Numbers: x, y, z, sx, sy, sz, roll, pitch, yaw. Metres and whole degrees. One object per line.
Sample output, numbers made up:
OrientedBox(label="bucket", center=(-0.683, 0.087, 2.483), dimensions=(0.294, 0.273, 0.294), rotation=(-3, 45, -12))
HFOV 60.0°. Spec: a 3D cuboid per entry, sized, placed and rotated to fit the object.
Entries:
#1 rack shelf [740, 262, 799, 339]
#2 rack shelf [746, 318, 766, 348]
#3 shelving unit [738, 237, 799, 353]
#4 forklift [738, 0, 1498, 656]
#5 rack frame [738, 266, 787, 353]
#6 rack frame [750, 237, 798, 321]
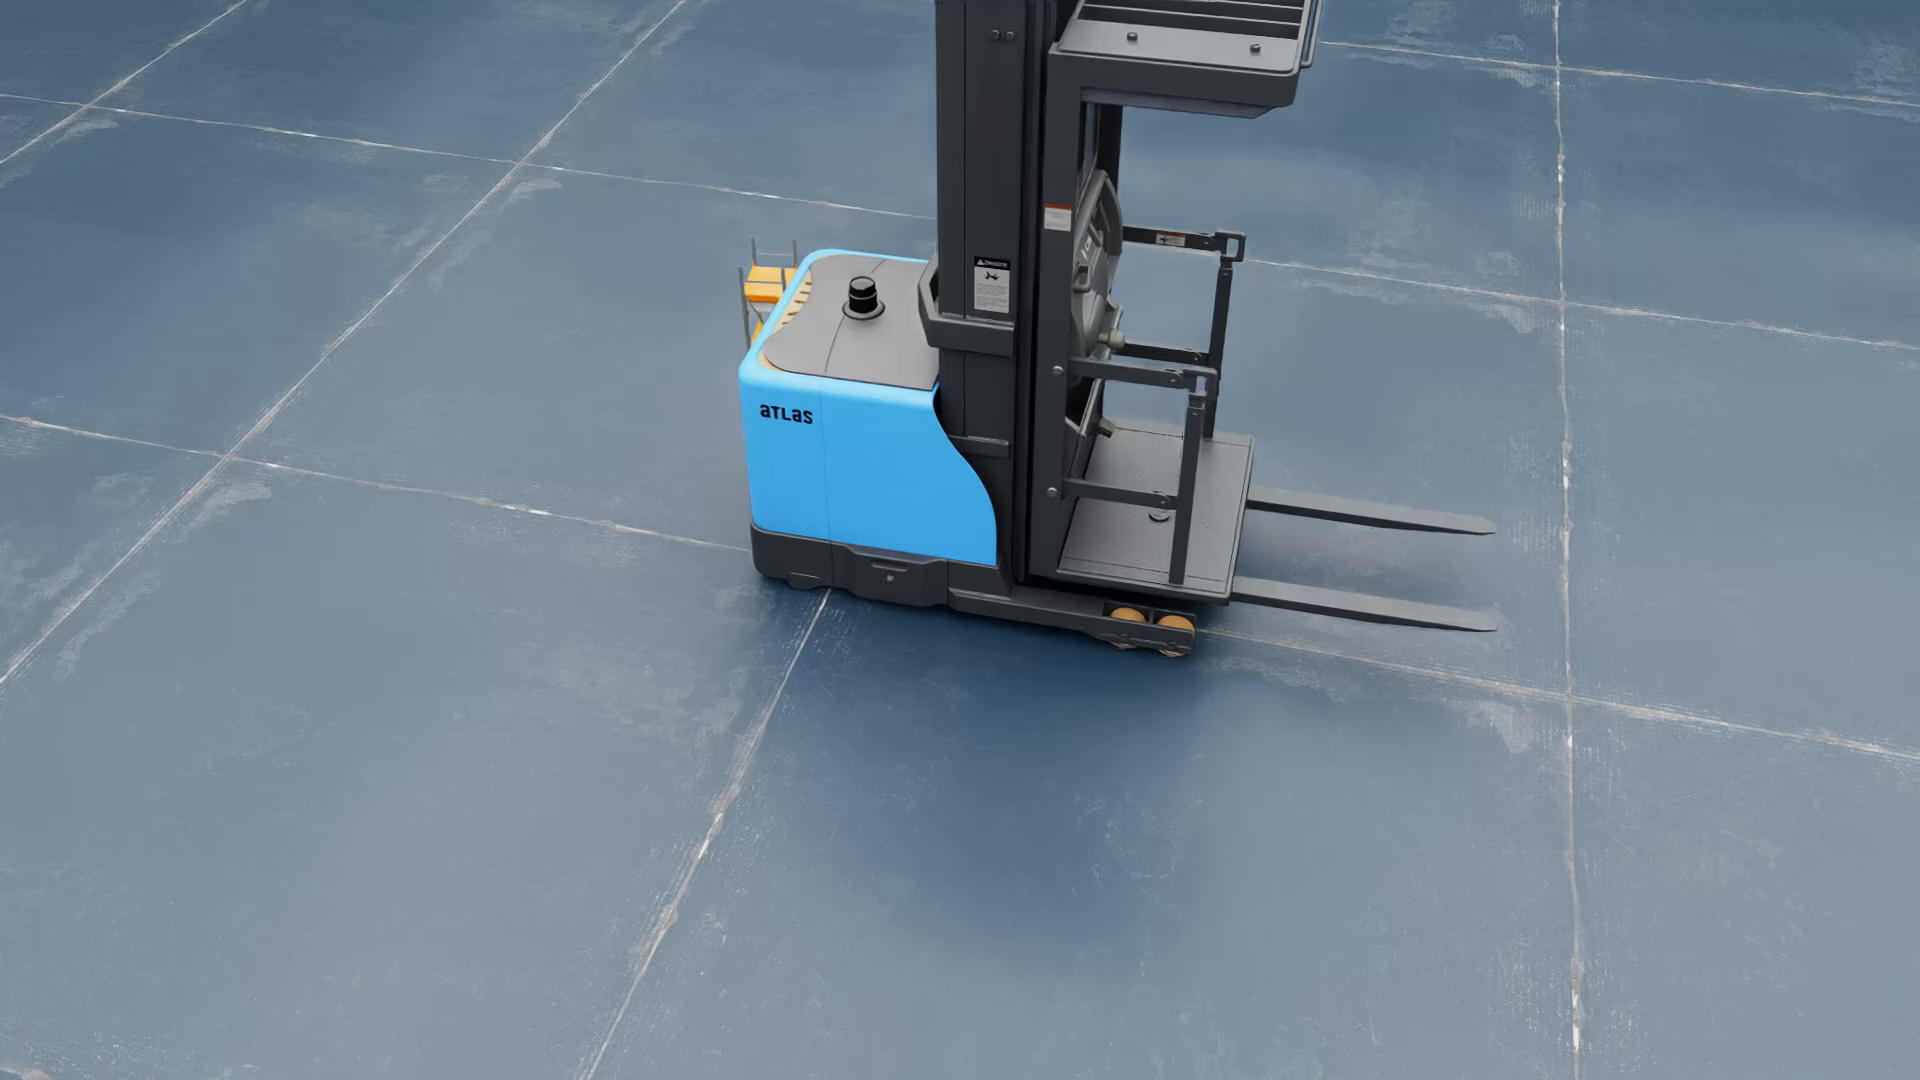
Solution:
OrientedBox(label="rack shelf", center=(-0.817, -1.029, 7.232), dimensions=(0.215, 0.259, 0.240), rotation=(4, 40, 6))
OrientedBox(label="rack shelf", center=(-0.814, -0.811, 7.414), dimensions=(0.215, 0.259, 0.240), rotation=(4, 40, 6))
OrientedBox(label="shelving unit", center=(-0.814, -0.819, 7.407), dimensions=(0.215, 1.050, 0.252), rotation=(4, 40, 6))
OrientedBox(label="forklift", center=(0.700, -1.033, 6.201), dimensions=(3.031, 2.935, 1.130), rotation=(9, 41, 10))
OrientedBox(label="rack frame", center=(-0.829, -0.741, 7.314), dimensions=(0.200, 1.050, 0.008), rotation=(4, 40, 6))
OrientedBox(label="rack frame", center=(-0.799, -0.897, 7.500), dimensions=(0.200, 1.050, 0.008), rotation=(4, 40, 6))
